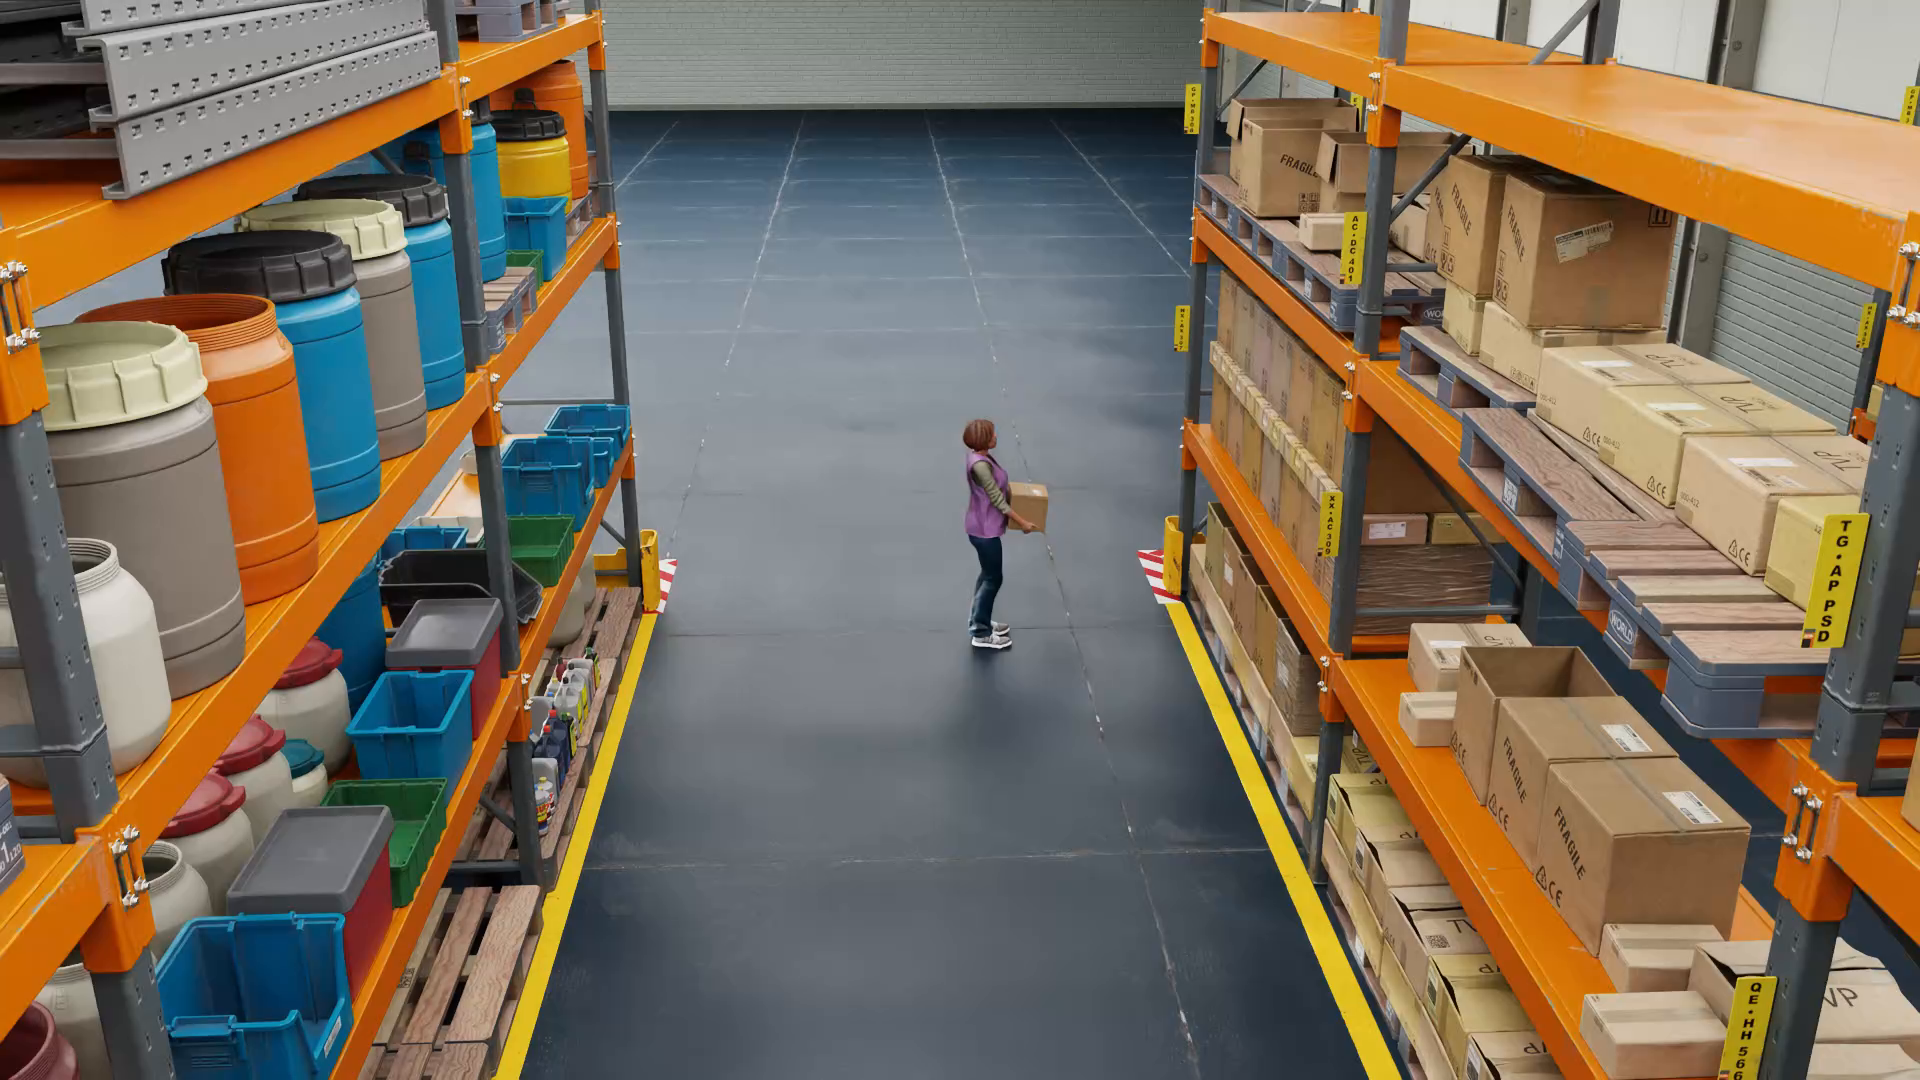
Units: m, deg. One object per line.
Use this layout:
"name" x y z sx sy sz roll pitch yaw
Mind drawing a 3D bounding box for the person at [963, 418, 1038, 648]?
"person" 0.269 -0.058 11.253 0.496 1.588 0.407 -1 21 -3
